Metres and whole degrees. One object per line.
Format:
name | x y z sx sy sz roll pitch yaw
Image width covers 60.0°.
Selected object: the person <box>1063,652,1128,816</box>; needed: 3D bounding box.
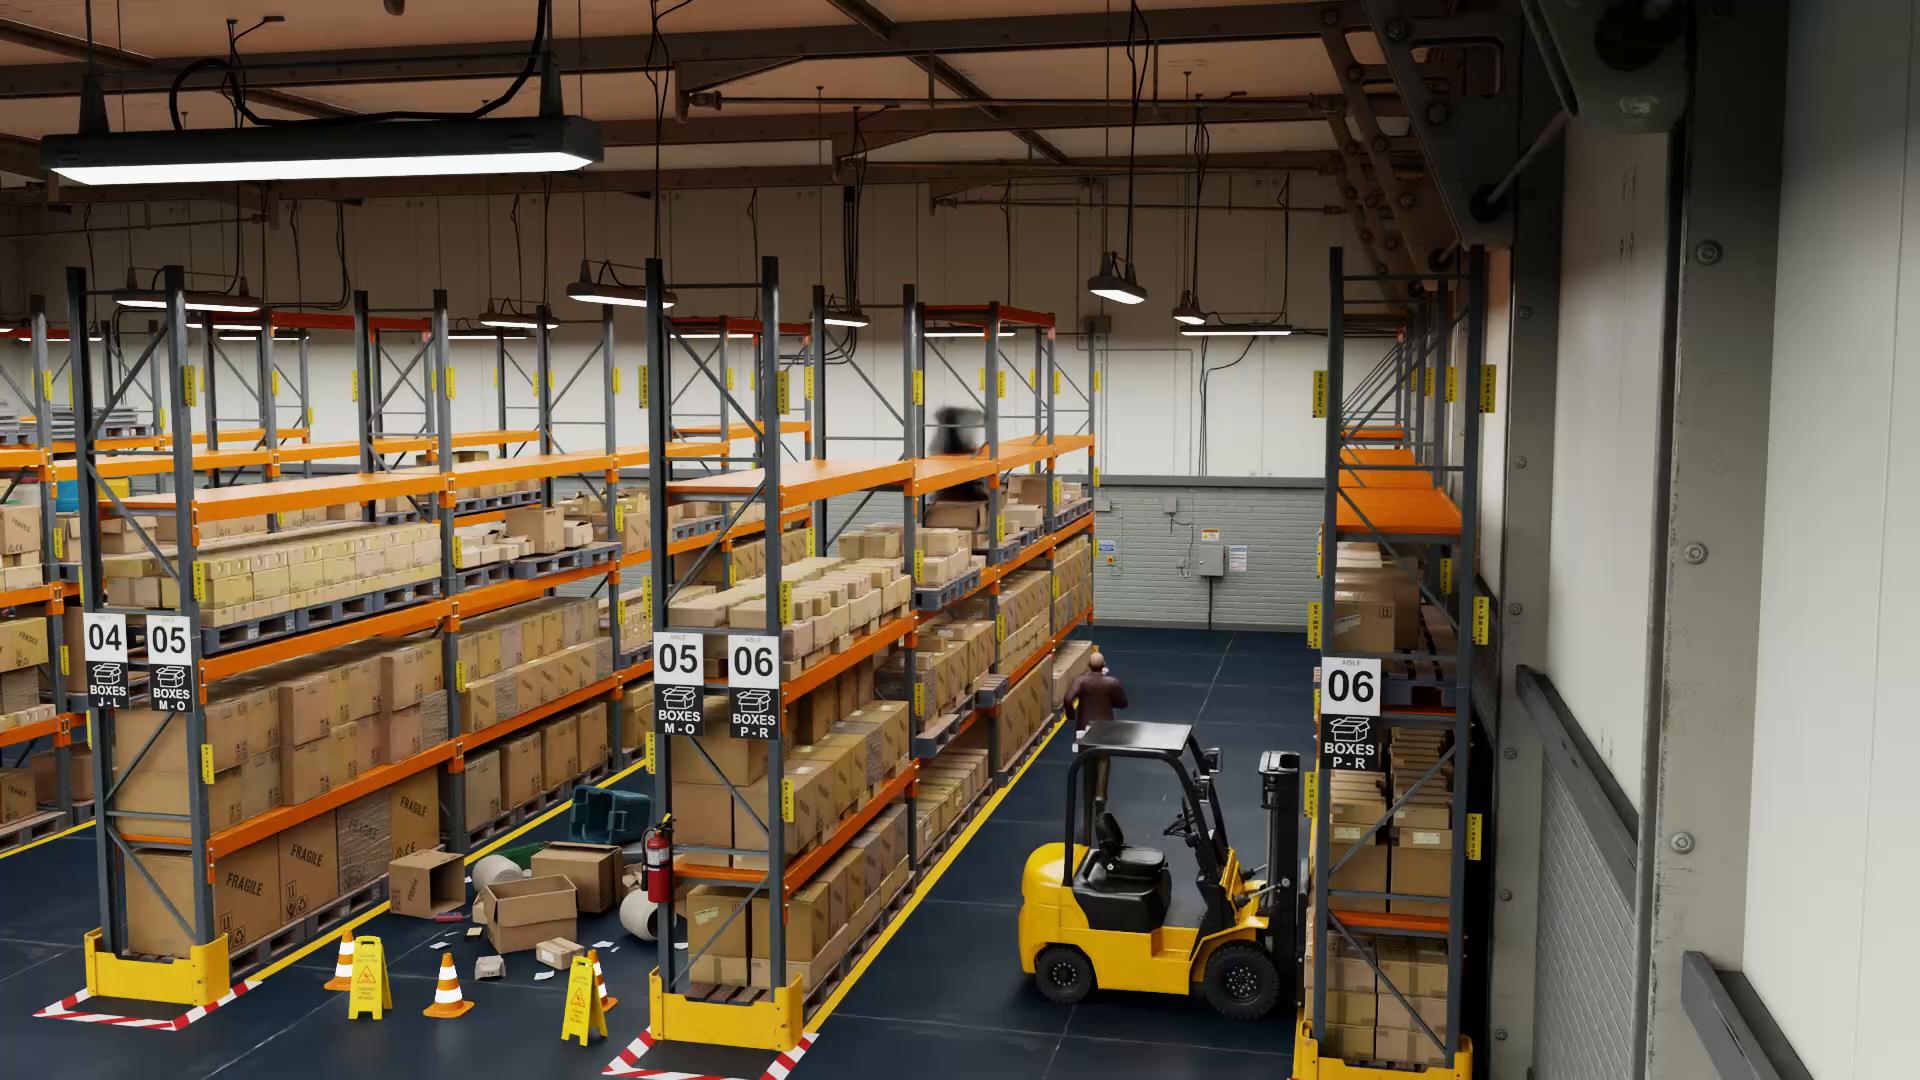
person | 1.525 2.153 18.630 0.703 1.801 1.014 1 6 8
